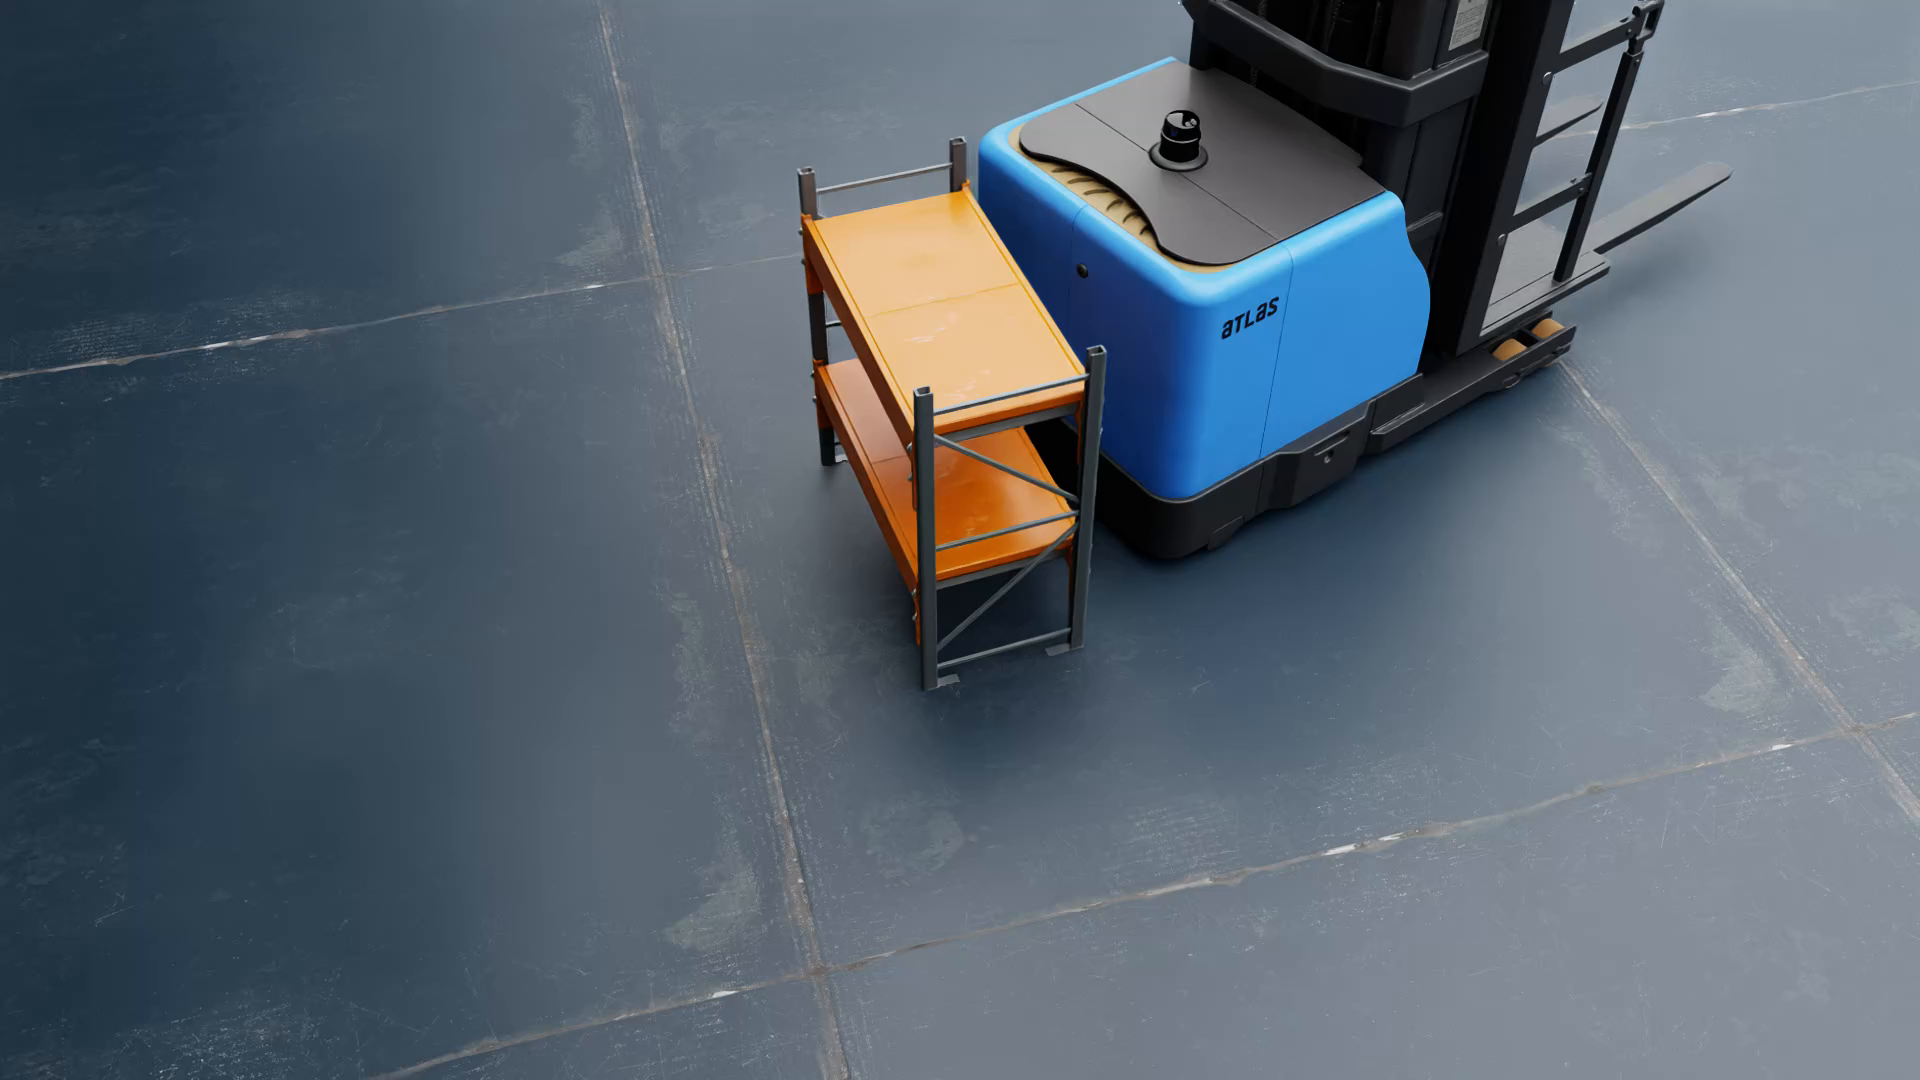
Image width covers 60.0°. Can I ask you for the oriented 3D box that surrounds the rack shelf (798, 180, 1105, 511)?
[{"bbox_3d":[-0.047,-0.569,4.610,0.538,0.278,1.000,-14,47,-14],"label":"rack shelf"}]

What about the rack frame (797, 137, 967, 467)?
[{"bbox_3d":[-0.220,-0.706,5.154,0.500,1.125,0.032,-14,47,-14],"label":"rack frame"}]

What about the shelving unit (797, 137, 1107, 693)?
[{"bbox_3d":[-0.047,-0.364,4.819,0.538,1.125,1.048,-14,47,-14],"label":"shelving unit"}]

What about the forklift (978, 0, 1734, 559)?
[{"bbox_3d":[1.527,-1.830,4.992,3.031,2.935,1.130,-28,52,-25],"label":"forklift"}]

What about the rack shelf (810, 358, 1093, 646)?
[{"bbox_3d":[-0.047,-0.193,4.994,0.538,0.278,1.000,-14,47,-14],"label":"rack shelf"}]

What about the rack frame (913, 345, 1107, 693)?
[{"bbox_3d":[0.126,-0.023,4.485,0.500,1.125,0.032,-14,47,-14],"label":"rack frame"}]
